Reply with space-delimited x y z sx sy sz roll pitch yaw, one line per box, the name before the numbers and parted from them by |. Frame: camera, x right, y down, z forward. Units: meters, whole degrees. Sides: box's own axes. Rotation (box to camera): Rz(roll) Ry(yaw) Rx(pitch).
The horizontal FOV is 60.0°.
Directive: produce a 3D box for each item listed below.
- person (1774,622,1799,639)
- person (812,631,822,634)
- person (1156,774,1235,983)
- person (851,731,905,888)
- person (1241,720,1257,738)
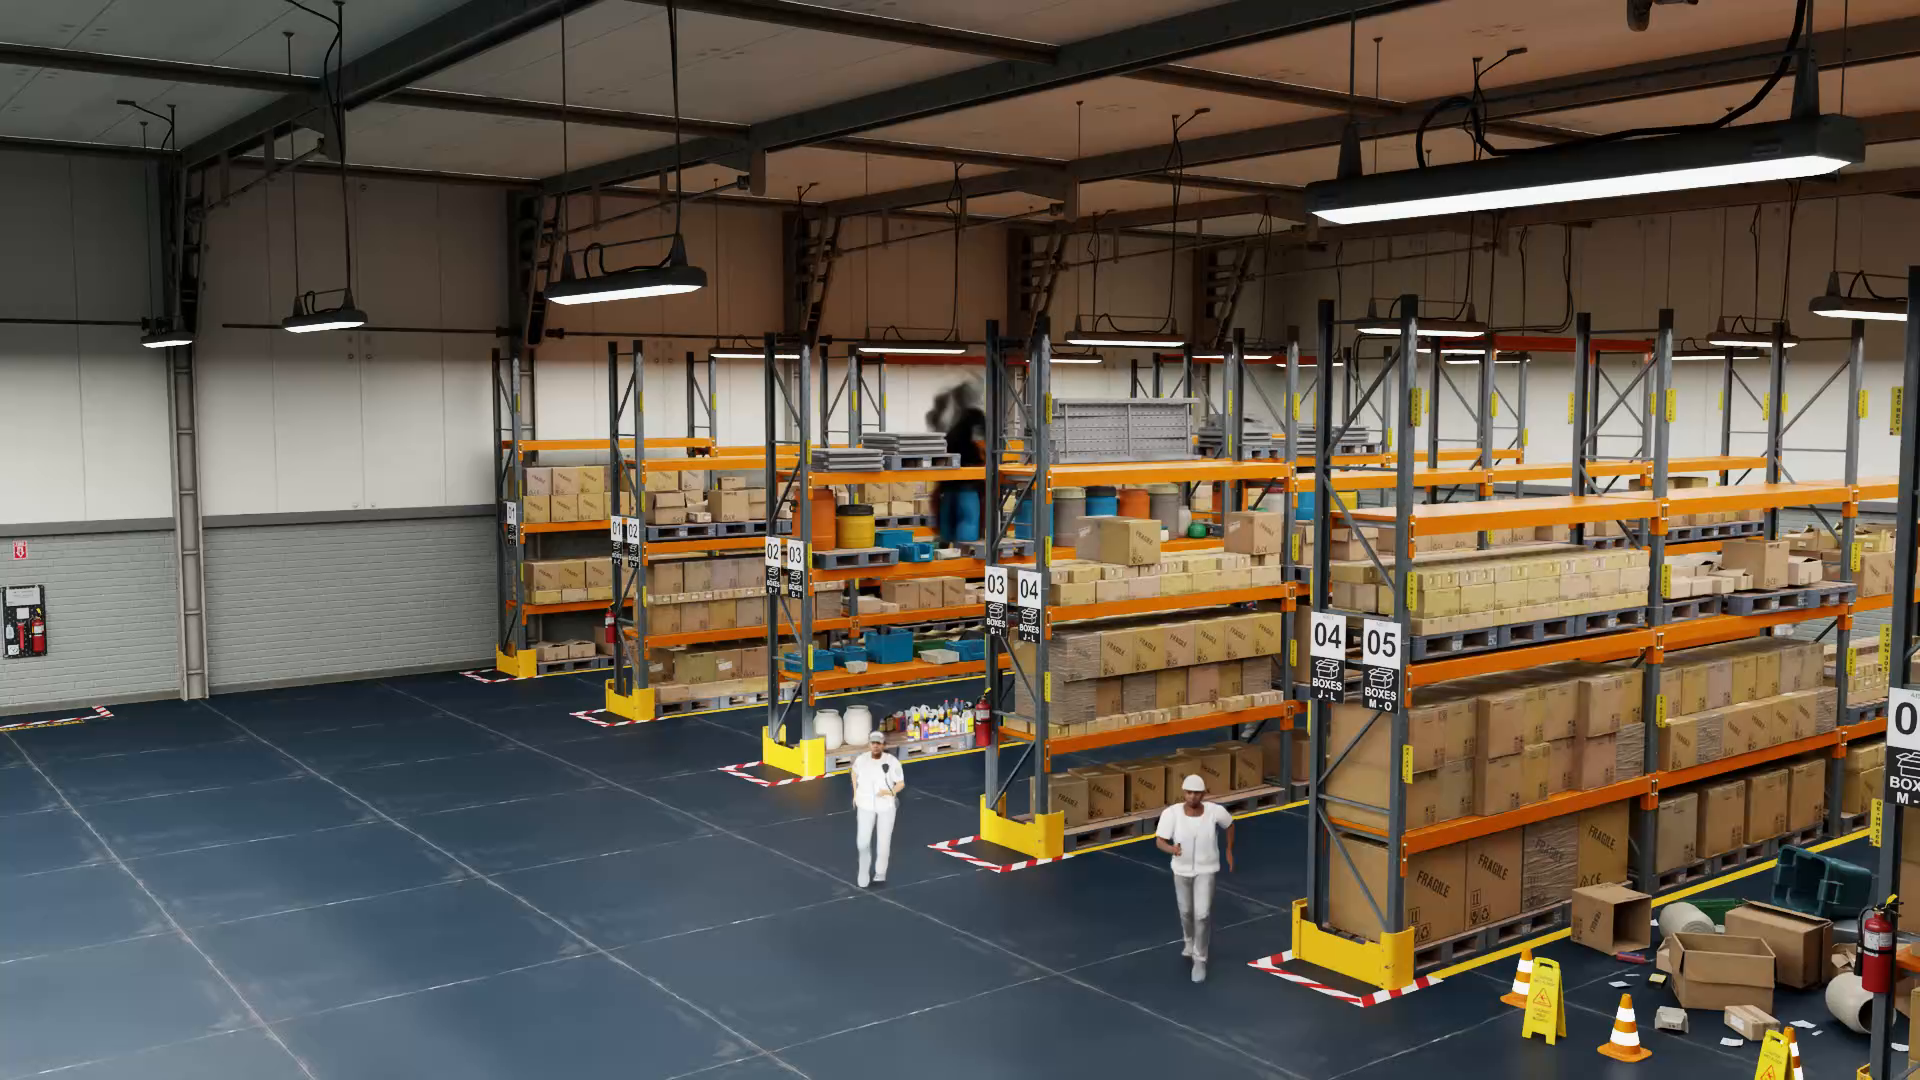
person | 14.705 1.694 29.829 0.578 1.675 0.865 -1 5 -14
person | -2.650 1.573 30.984 0.751 1.761 0.670 -4 7 -41
person | 2.088 2.985 14.833 0.670 1.824 0.849 1 5 15
person | -0.868 2.816 17.374 0.583 1.655 0.632 0 5 2
person | 4.406 2.104 25.091 0.668 1.728 0.639 4 7 41
